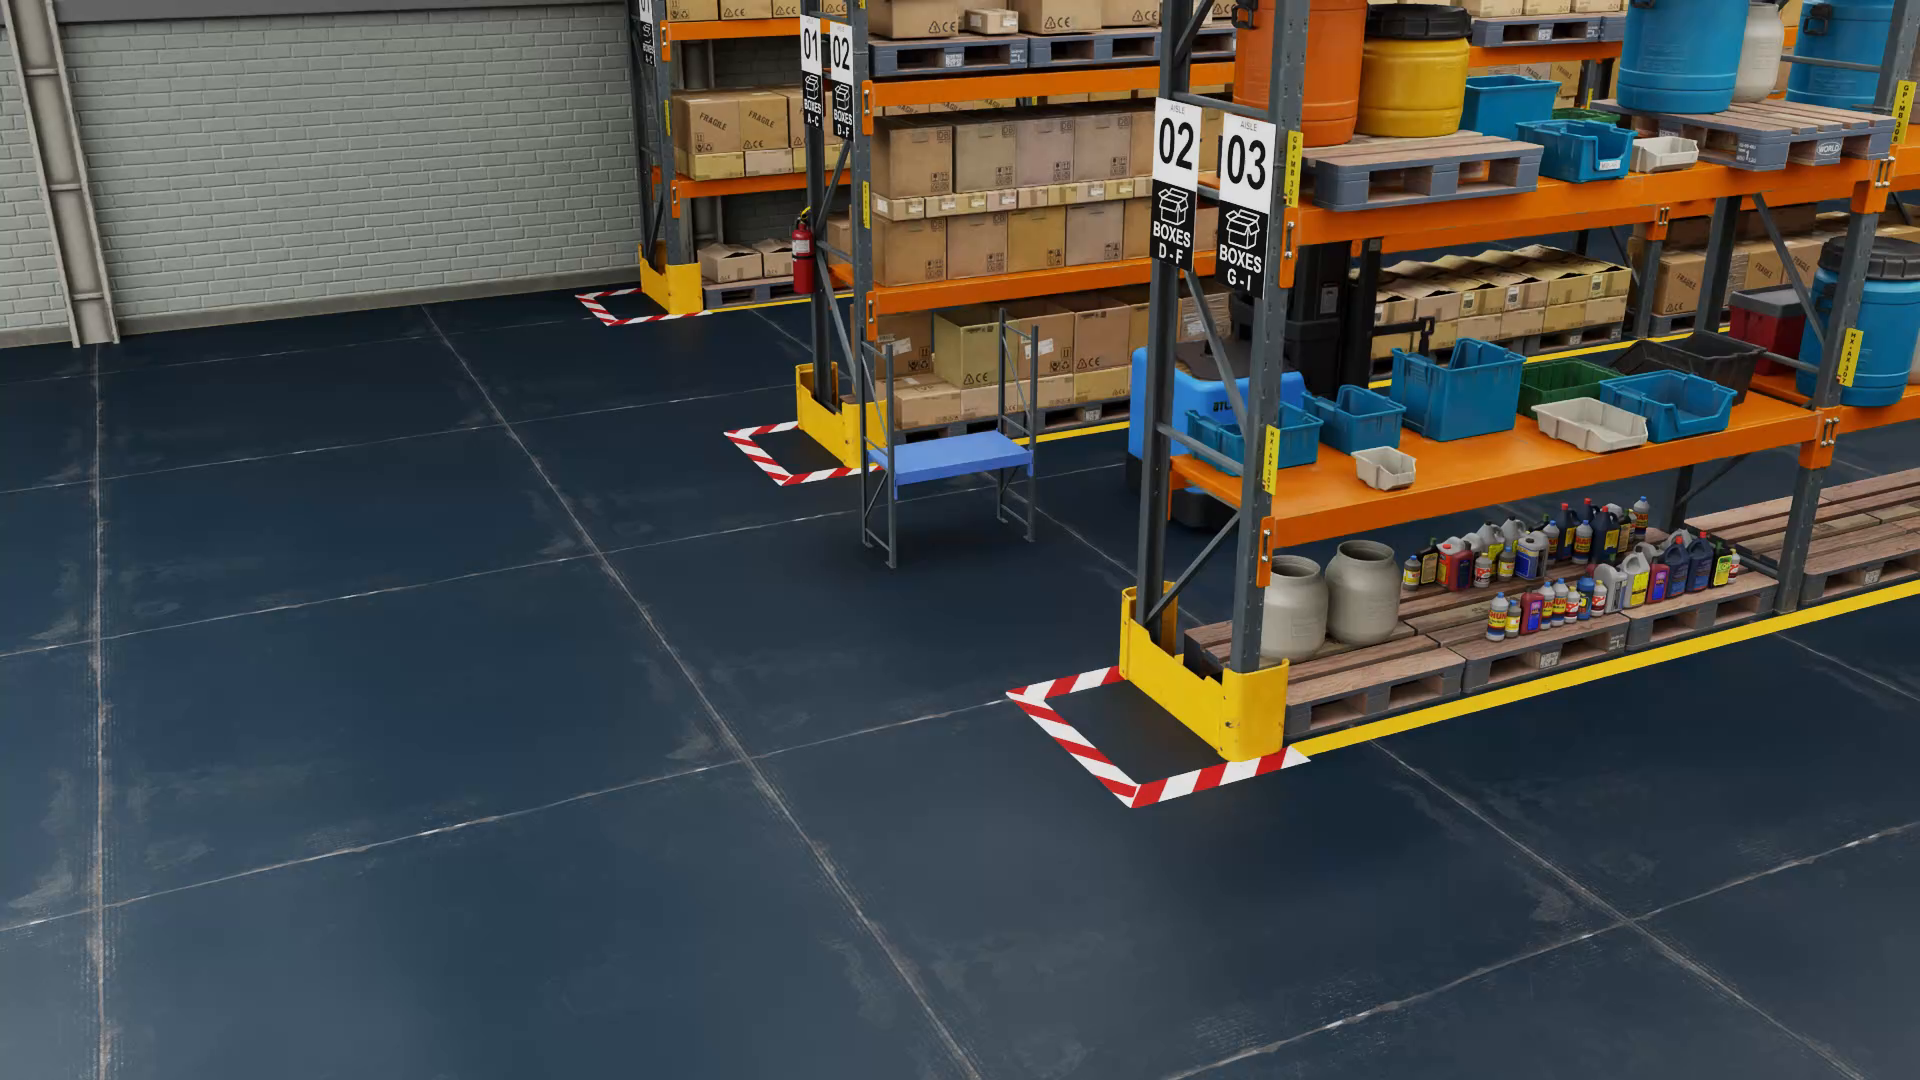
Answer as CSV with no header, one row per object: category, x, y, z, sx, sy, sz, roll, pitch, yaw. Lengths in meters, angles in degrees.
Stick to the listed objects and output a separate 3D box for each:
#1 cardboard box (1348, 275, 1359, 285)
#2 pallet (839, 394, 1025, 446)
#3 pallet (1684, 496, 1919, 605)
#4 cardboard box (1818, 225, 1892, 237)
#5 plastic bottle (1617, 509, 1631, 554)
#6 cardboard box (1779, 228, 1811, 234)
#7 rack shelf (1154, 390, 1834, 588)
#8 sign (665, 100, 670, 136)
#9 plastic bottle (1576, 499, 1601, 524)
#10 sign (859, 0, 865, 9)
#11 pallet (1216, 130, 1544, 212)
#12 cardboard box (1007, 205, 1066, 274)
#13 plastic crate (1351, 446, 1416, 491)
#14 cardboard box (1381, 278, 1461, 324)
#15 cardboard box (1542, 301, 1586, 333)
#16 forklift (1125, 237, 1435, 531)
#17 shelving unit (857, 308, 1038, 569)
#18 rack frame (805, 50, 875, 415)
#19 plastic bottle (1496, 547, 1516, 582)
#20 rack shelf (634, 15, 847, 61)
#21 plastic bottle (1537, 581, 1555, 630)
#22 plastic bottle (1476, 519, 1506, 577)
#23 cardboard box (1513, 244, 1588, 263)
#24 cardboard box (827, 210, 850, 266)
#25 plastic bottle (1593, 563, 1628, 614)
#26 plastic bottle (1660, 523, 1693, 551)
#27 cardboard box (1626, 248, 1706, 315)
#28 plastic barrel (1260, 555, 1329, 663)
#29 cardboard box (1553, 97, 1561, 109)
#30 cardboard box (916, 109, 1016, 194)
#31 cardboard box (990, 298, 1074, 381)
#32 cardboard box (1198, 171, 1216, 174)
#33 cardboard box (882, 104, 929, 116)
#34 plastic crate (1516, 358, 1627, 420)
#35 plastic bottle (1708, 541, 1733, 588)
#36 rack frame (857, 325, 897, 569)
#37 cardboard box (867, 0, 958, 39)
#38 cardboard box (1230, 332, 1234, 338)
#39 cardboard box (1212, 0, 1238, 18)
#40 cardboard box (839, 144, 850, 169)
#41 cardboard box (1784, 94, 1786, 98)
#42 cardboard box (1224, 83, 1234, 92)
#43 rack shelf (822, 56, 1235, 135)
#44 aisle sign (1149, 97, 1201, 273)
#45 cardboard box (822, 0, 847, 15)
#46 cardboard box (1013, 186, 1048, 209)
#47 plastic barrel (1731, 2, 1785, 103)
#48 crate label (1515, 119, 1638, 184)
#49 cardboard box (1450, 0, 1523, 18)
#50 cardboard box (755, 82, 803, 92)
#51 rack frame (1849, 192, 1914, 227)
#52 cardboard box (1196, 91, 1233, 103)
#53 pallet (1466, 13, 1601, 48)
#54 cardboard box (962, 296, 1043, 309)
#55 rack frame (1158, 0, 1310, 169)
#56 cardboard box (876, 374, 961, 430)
cardboard box,3.406,-2.250,15.077,0.500,0.311,0.500,-10,24,-22
pallet,-0.234,-1.003,13.396,1.213,0.211,1.003,-10,25,-24
pallet,5.535,0.039,10.879,1.213,0.211,1.003,-10,25,-24
cardboard box,9.138,-2.929,17.096,0.500,0.500,0.500,-10,25,-23
plastic bottle,4.134,-0.052,10.431,0.133,0.283,0.061,-10,25,-24
cardboard box,8.437,-3.020,17.316,0.500,0.500,0.500,-10,25,-23
rack shelf,3.042,-0.441,9.335,4.000,0.370,1.077,-10,25,-24
sign,-2.821,-4.069,16.027,0.005,0.325,0.100,-10,25,-24
plastic bottle,3.937,-0.094,10.443,0.185,0.351,0.144,-10,24,-22
sign,-0.670,-3.784,11.301,0.005,0.325,0.100,-10,25,-24
pallet,2.028,-1.844,8.108,1.213,0.211,1.003,-10,25,-24
cardboard box,0.442,-2.438,13.087,0.500,0.500,0.700,-10,25,-23
plastic crate,2.186,-0.358,8.537,0.250,0.136,0.298,-10,25,-24
cardboard box,4.099,-2.146,14.825,0.500,0.311,0.500,-11,25,-25
cardboard box,5.472,-2.142,15.549,0.500,0.250,0.500,-11,25,-24
forklift,2.767,-1.762,11.674,3.031,2.935,1.130,-9,24,-20
shelving unit,-0.077,-0.679,10.929,1.048,1.500,0.538,-10,25,-24
rack frame,-0.905,-2.150,12.521,0.127,3.000,1.000,-10,25,-24
plastic bottle,3.308,0.142,10.068,0.097,0.201,0.097,0,22,0
rack shelf,-1.255,-5.241,17.009,4.000,0.370,1.077,-10,25,-24
plastic bottle,3.317,0.365,9.438,0.097,0.271,0.097,0,22,0
plastic bottle,3.216,0.039,10.123,0.185,0.351,0.144,-9,24,-21
cardboard box,5.704,-2.674,16.100,0.500,0.311,0.500,-10,24,-22
cardboard box,-1.198,-3.187,17.721,0.500,0.500,0.700,-12,25,-27
plastic bottle,3.777,0.267,9.669,0.135,0.276,0.152,-10,24,-23
plastic bottle,4.326,0.072,10.043,0.185,0.351,0.144,-10,25,-24
cardboard box,6.837,-2.502,16.065,0.500,0.500,0.500,-9,24,-21
plastic barrel,1.800,0.378,9.119,0.421,0.512,0.421,0,22,0
cardboard box,7.357,-5.536,21.005,0.250,0.149,0.380,-10,24,-23
cardboard box,0.040,-2.966,12.667,0.500,0.500,0.700,-11,25,-25
cardboard box,0.569,-1.603,13.266,0.500,0.500,0.500,-10,25,-24
cardboard box,1.852,-2.912,13.383,0.250,0.149,0.380,-10,25,-24
cardboard box,-0.650,-4.457,17.284,0.500,0.500,0.500,-11,25,-25
plastic crate,3.498,-0.880,9.730,0.662,0.188,0.450,-10,25,-24
plastic bottle,4.554,0.140,9.967,0.133,0.283,0.061,-9,24,-21
rack frame,-0.535,-0.594,10.725,0.032,1.500,0.500,-10,25,-24
cardboard box,-0.385,-3.936,12.047,0.637,0.503,0.797,-9,24,-20
cardboard box,2.376,-1.584,14.202,0.500,0.250,0.500,-10,25,-24
cardboard box,2.131,-4.511,13.442,0.500,0.500,0.500,-8,24,-19
cardboard box,-1.100,-4.024,17.220,0.500,0.250,0.500,-10,25,-23
cardboard box,8.792,-4.243,16.898,0.500,0.500,0.700,-6,23,-15
cardboard box,3.241,-5.249,19.303,0.500,0.500,0.700,-13,26,-29
rack shelf,0.897,-3.535,12.886,4.000,0.370,1.077,-10,25,-24
aisle sign,1.046,-1.734,8.117,0.004,0.787,0.394,-10,25,-24
cardboard box,-1.208,-5.527,16.602,0.500,0.500,0.500,-9,24,-20
cardboard box,0.471,-2.658,12.771,0.250,0.149,0.380,-11,25,-25
plastic barrel,4.371,-2.733,9.314,0.421,0.512,0.421,0,22,0
crate label,3.070,-1.956,8.326,0.408,0.251,0.502,-10,25,-24
cardboard box,4.448,-4.620,14.214,0.500,0.250,0.500,-13,26,-28
cardboard box,-1.803,-4.461,17.295,0.500,0.500,0.500,-11,25,-25
rack frame,9.908,-4.140,17.330,0.127,3.000,1.000,-10,25,-24
cardboard box,2.302,-3.383,13.674,0.500,0.500,0.700,-10,25,-23
pallet,4.724,-4.445,14.392,1.213,0.211,1.003,-9,24,-21
cardboard box,0.344,-1.782,13.699,0.500,0.500,0.500,-10,25,-24
rack frame,1.240,-3.214,7.248,0.127,3.000,1.000,-10,25,-24
cardboard box,-0.325,-1.085,12.996,0.500,0.250,0.500,-10,25,-24
